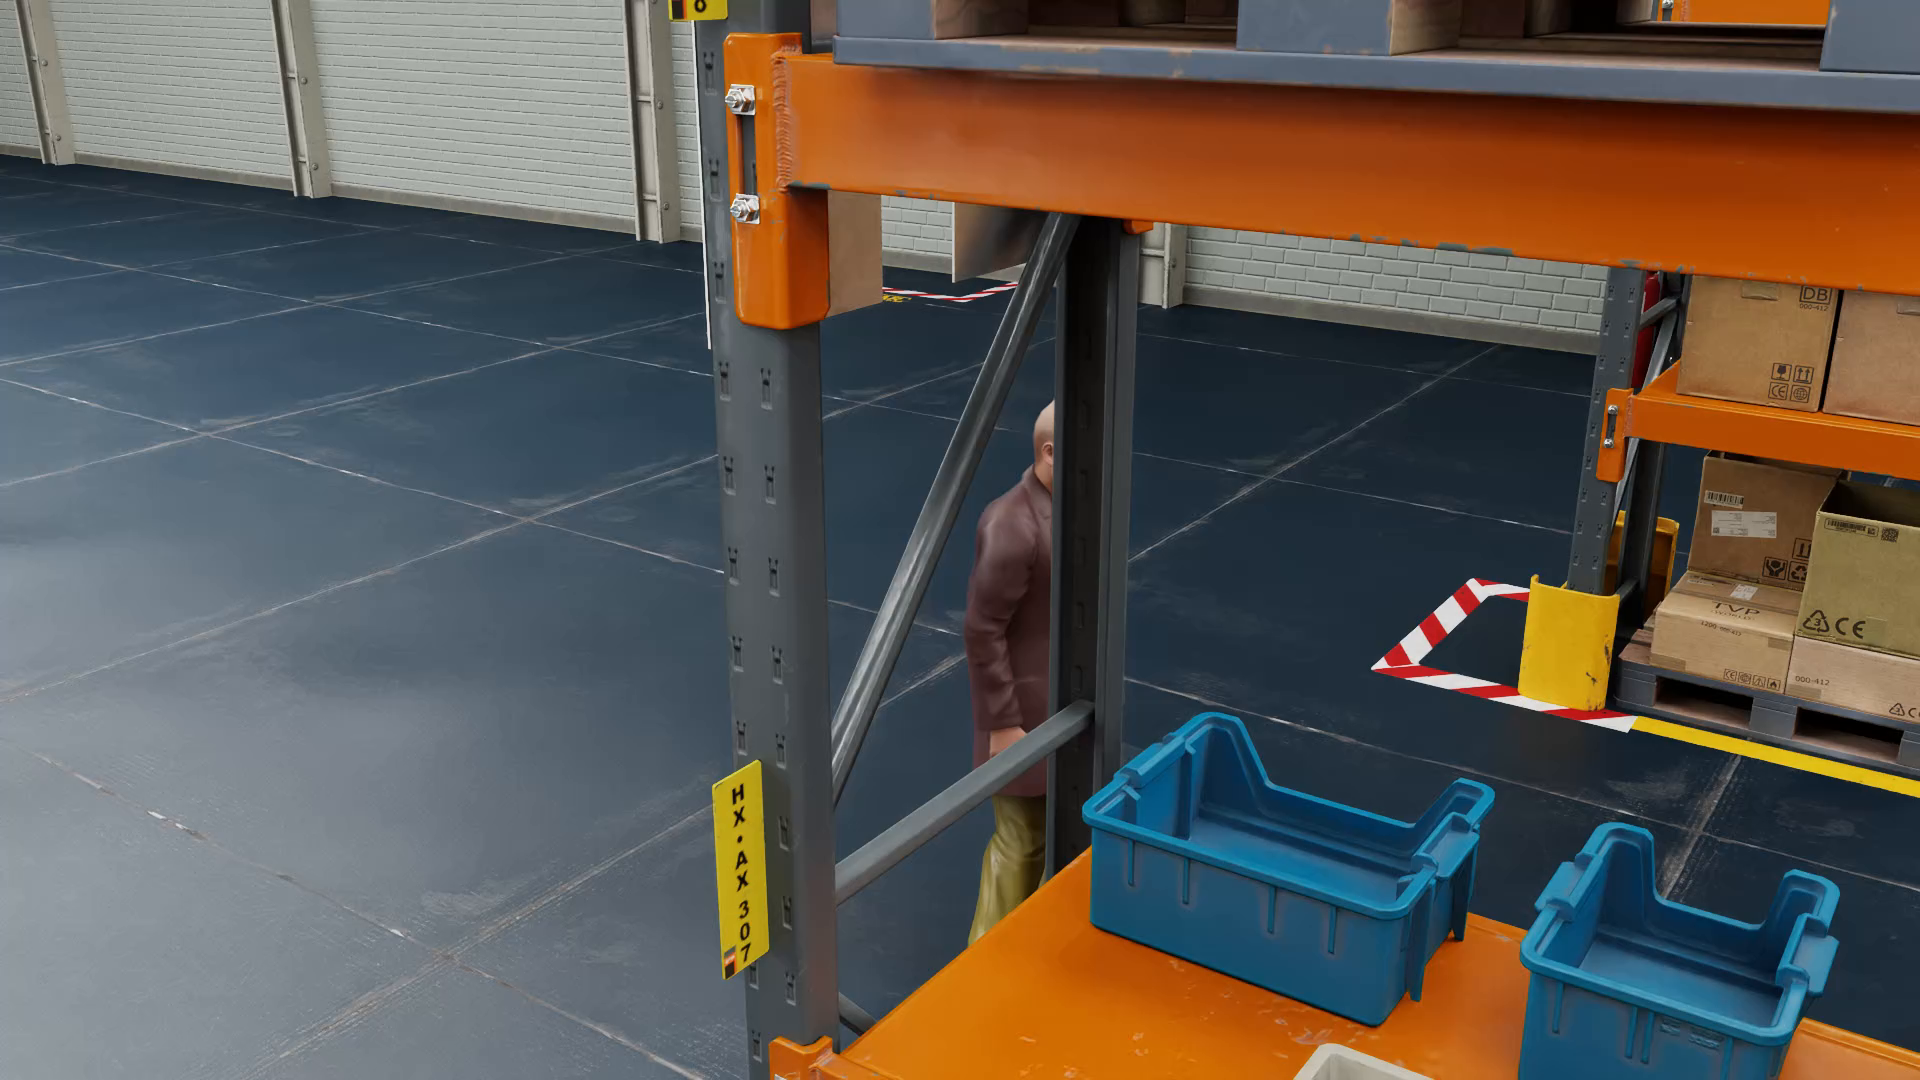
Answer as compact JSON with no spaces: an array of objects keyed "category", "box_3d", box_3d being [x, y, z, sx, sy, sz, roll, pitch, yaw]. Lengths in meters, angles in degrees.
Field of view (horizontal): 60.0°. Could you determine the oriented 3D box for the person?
[{"category":"person","box_3d":[0.243,0.454,4.815,0.429,1.772,0.643,12,23,30]}]
